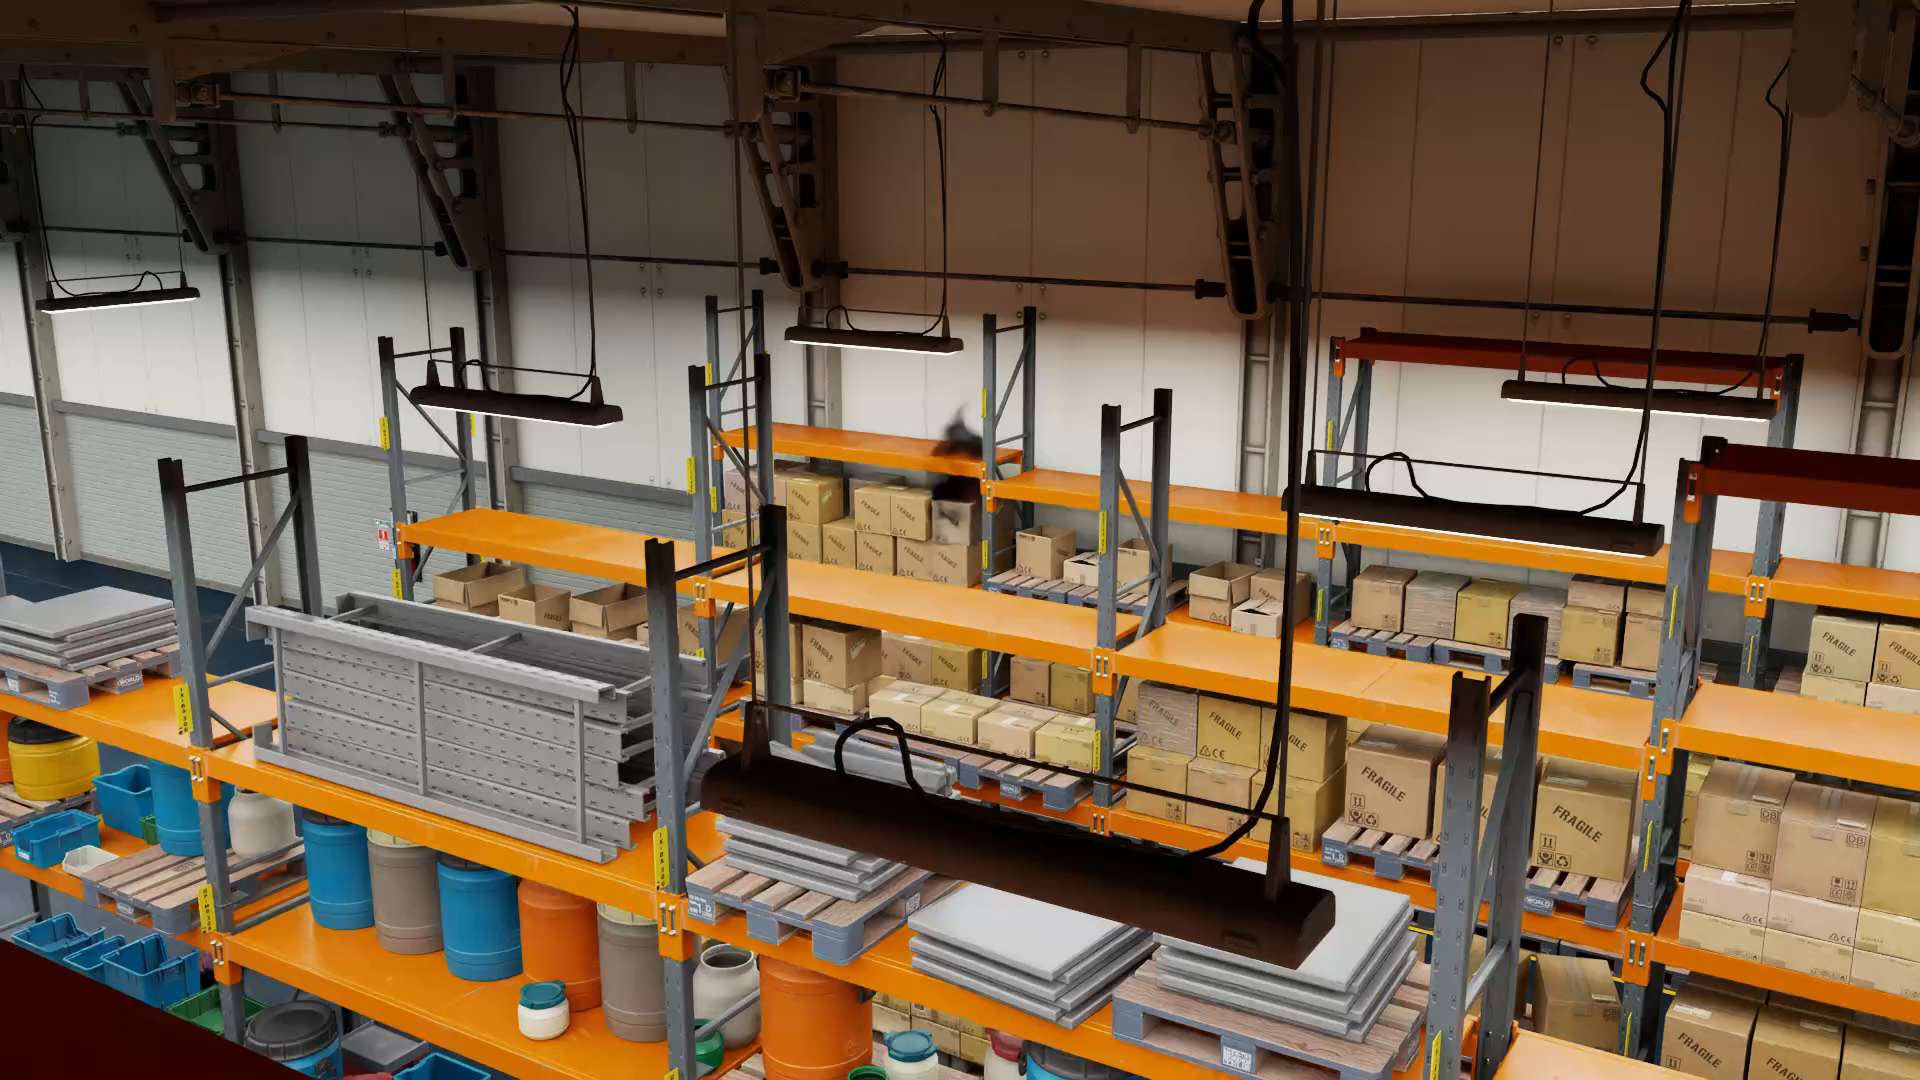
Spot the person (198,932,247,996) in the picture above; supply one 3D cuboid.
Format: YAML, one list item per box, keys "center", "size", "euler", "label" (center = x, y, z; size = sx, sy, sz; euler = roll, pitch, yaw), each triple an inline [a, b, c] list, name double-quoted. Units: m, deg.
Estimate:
- center: [-6.569, 3.748, 14.771]
  size: [0.656, 1.600, 0.567]
  euler: [8, 16, 30]
  label: "person"
